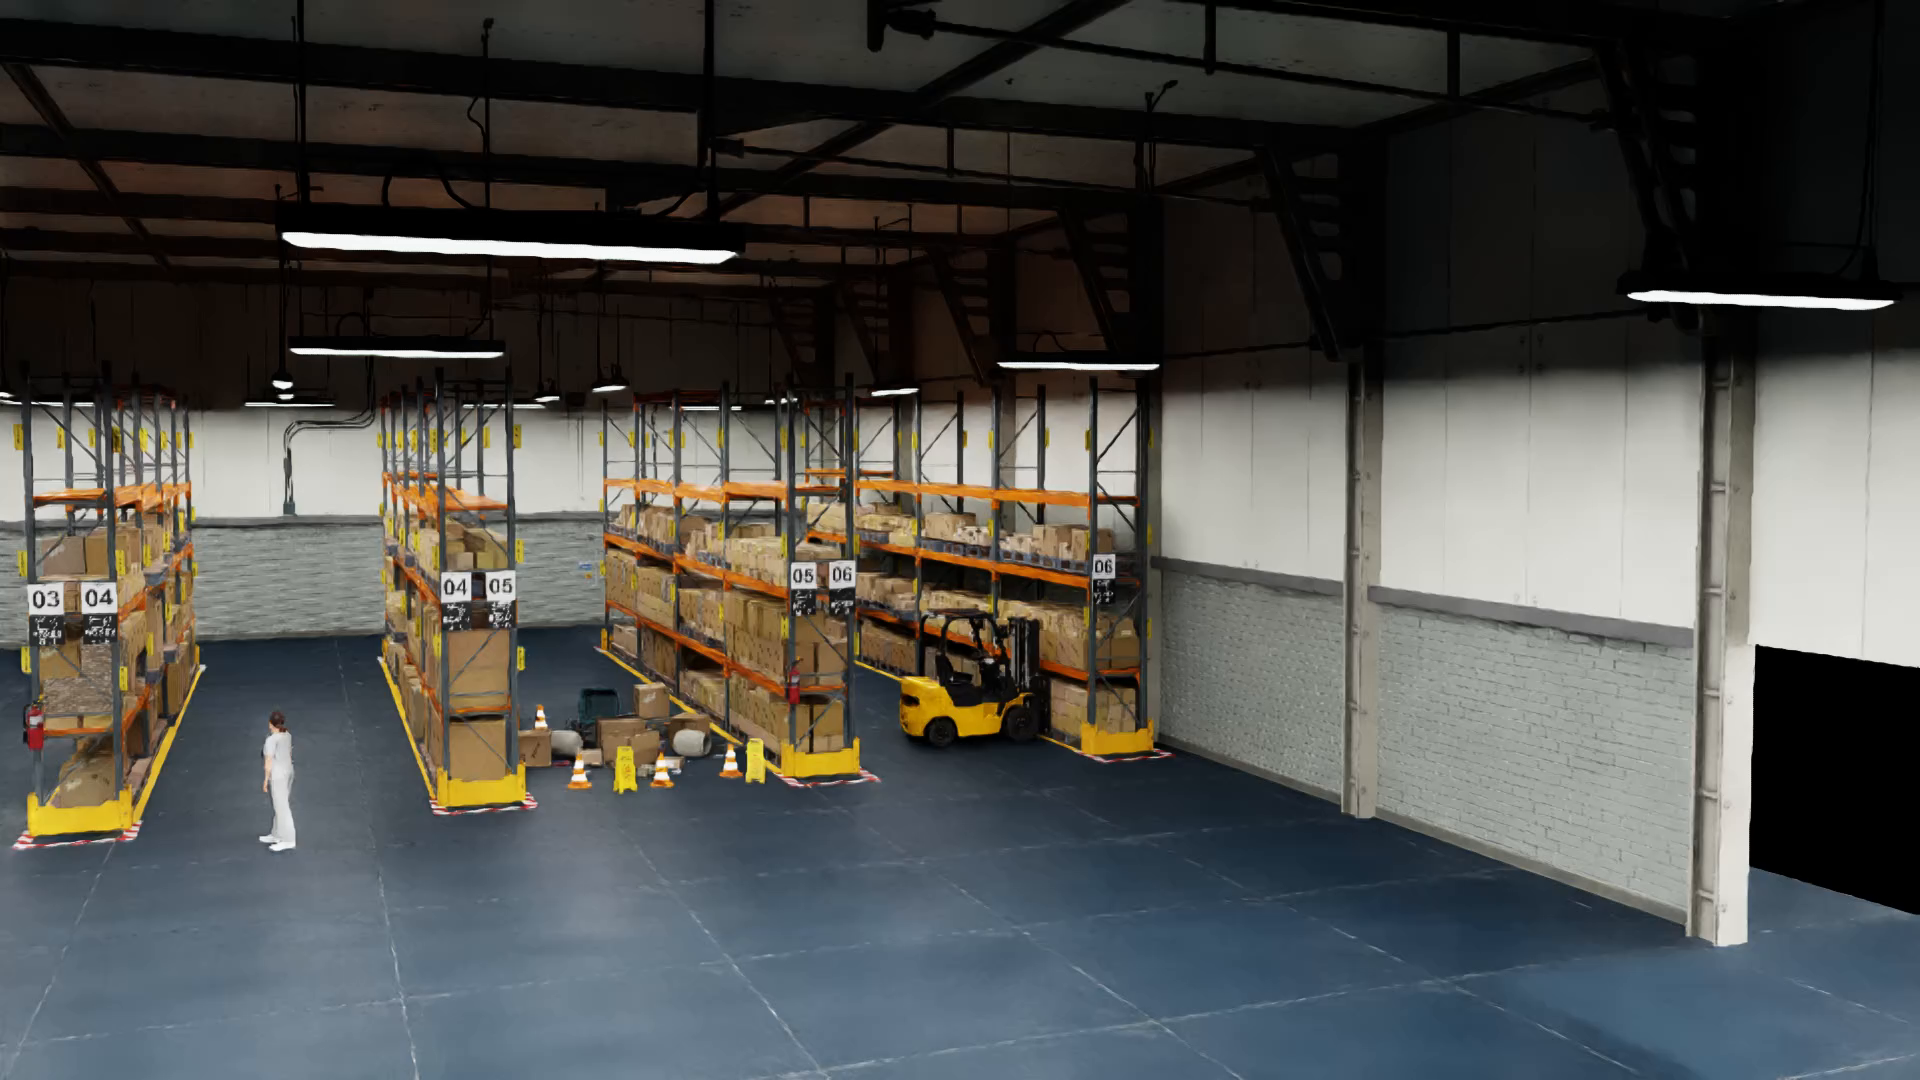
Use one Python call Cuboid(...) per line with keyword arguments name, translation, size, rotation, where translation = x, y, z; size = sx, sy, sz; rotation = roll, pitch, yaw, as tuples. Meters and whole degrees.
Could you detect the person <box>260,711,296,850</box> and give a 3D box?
Cuboid(name="person", translation=(-8.395, 2.922, 20.420), size=(0.569, 1.668, 0.561), rotation=(0, 3, 6))
